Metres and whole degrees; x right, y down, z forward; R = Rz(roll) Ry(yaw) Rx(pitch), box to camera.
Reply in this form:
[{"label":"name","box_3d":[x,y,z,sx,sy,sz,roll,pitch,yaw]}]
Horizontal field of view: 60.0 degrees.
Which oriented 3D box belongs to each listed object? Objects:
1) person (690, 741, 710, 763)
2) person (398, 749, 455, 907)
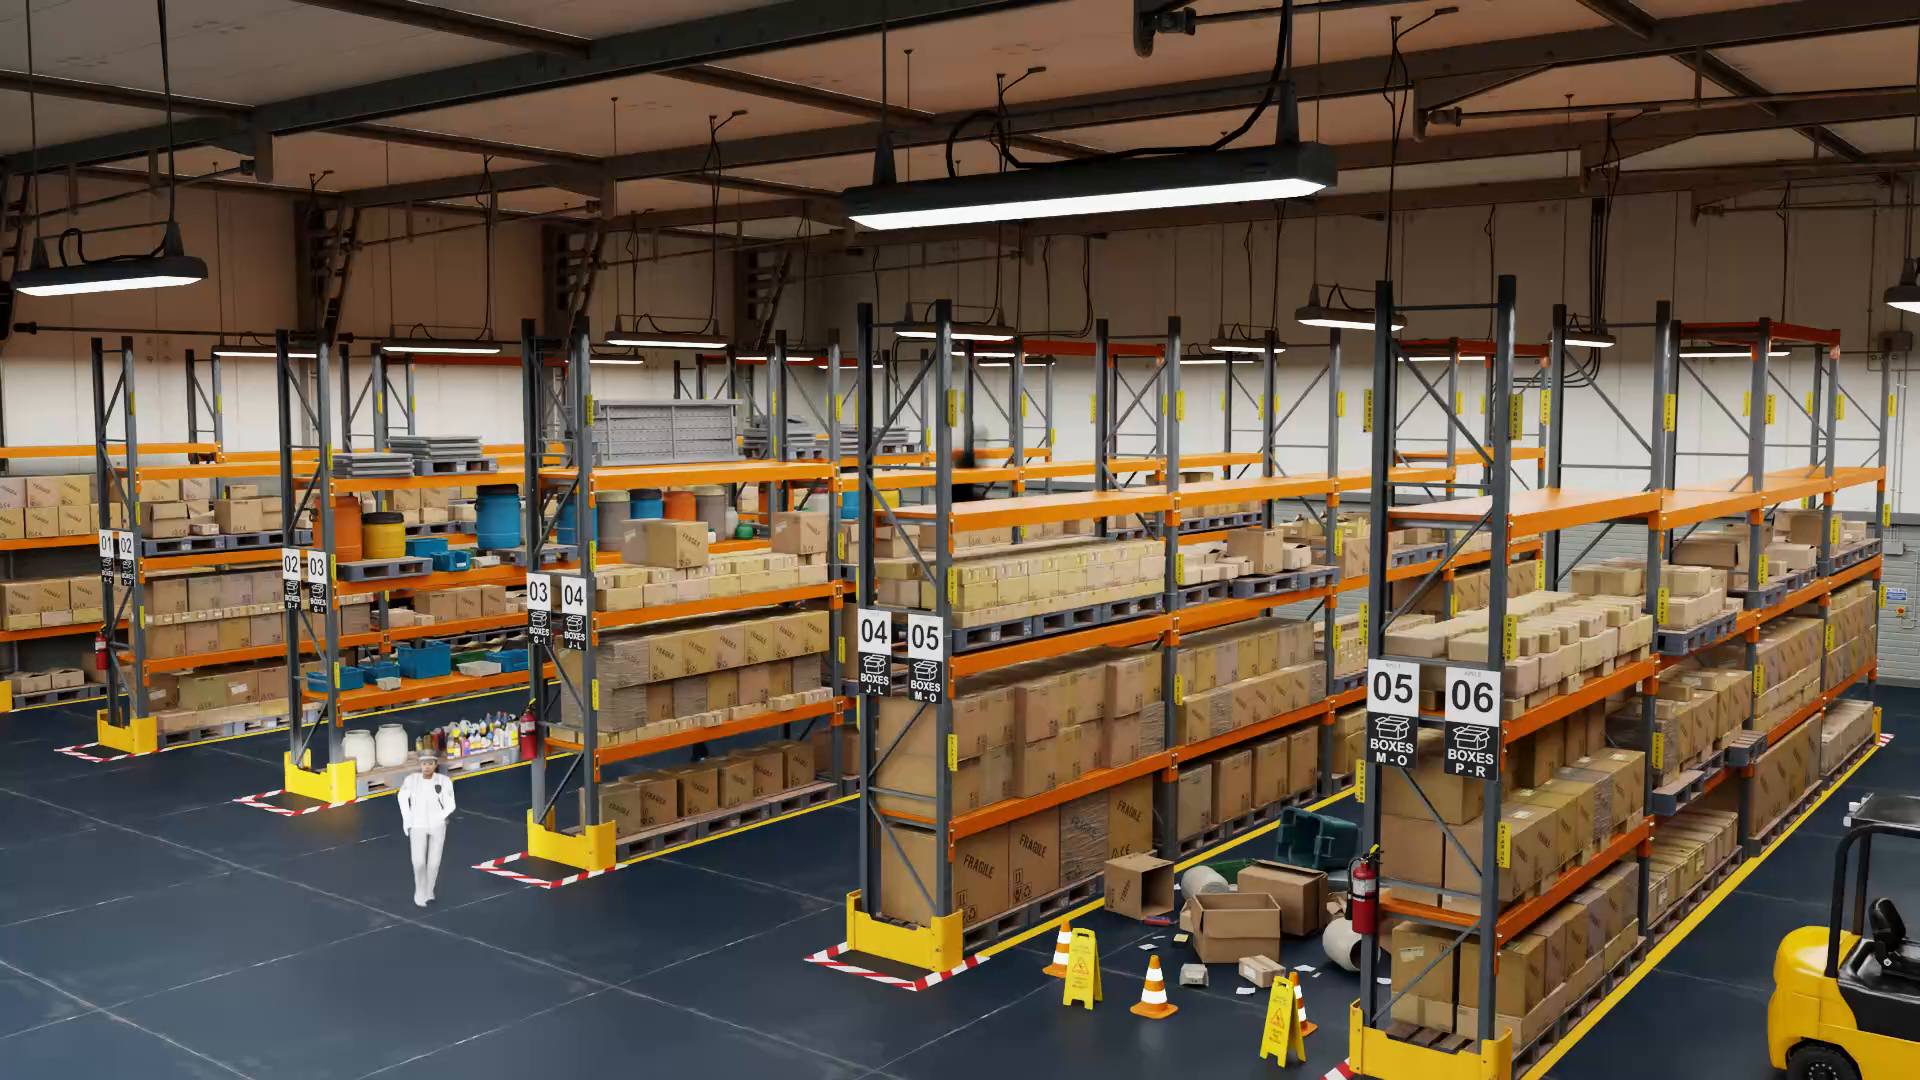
[{"label":"person","box_3d":[-3.582,2.391,22.639,0.517,1.617,0.702,2,5,24]},{"label":"person","box_3d":[-5.358,2.876,16.734,0.533,1.622,0.729,-2,5,-21]}]
